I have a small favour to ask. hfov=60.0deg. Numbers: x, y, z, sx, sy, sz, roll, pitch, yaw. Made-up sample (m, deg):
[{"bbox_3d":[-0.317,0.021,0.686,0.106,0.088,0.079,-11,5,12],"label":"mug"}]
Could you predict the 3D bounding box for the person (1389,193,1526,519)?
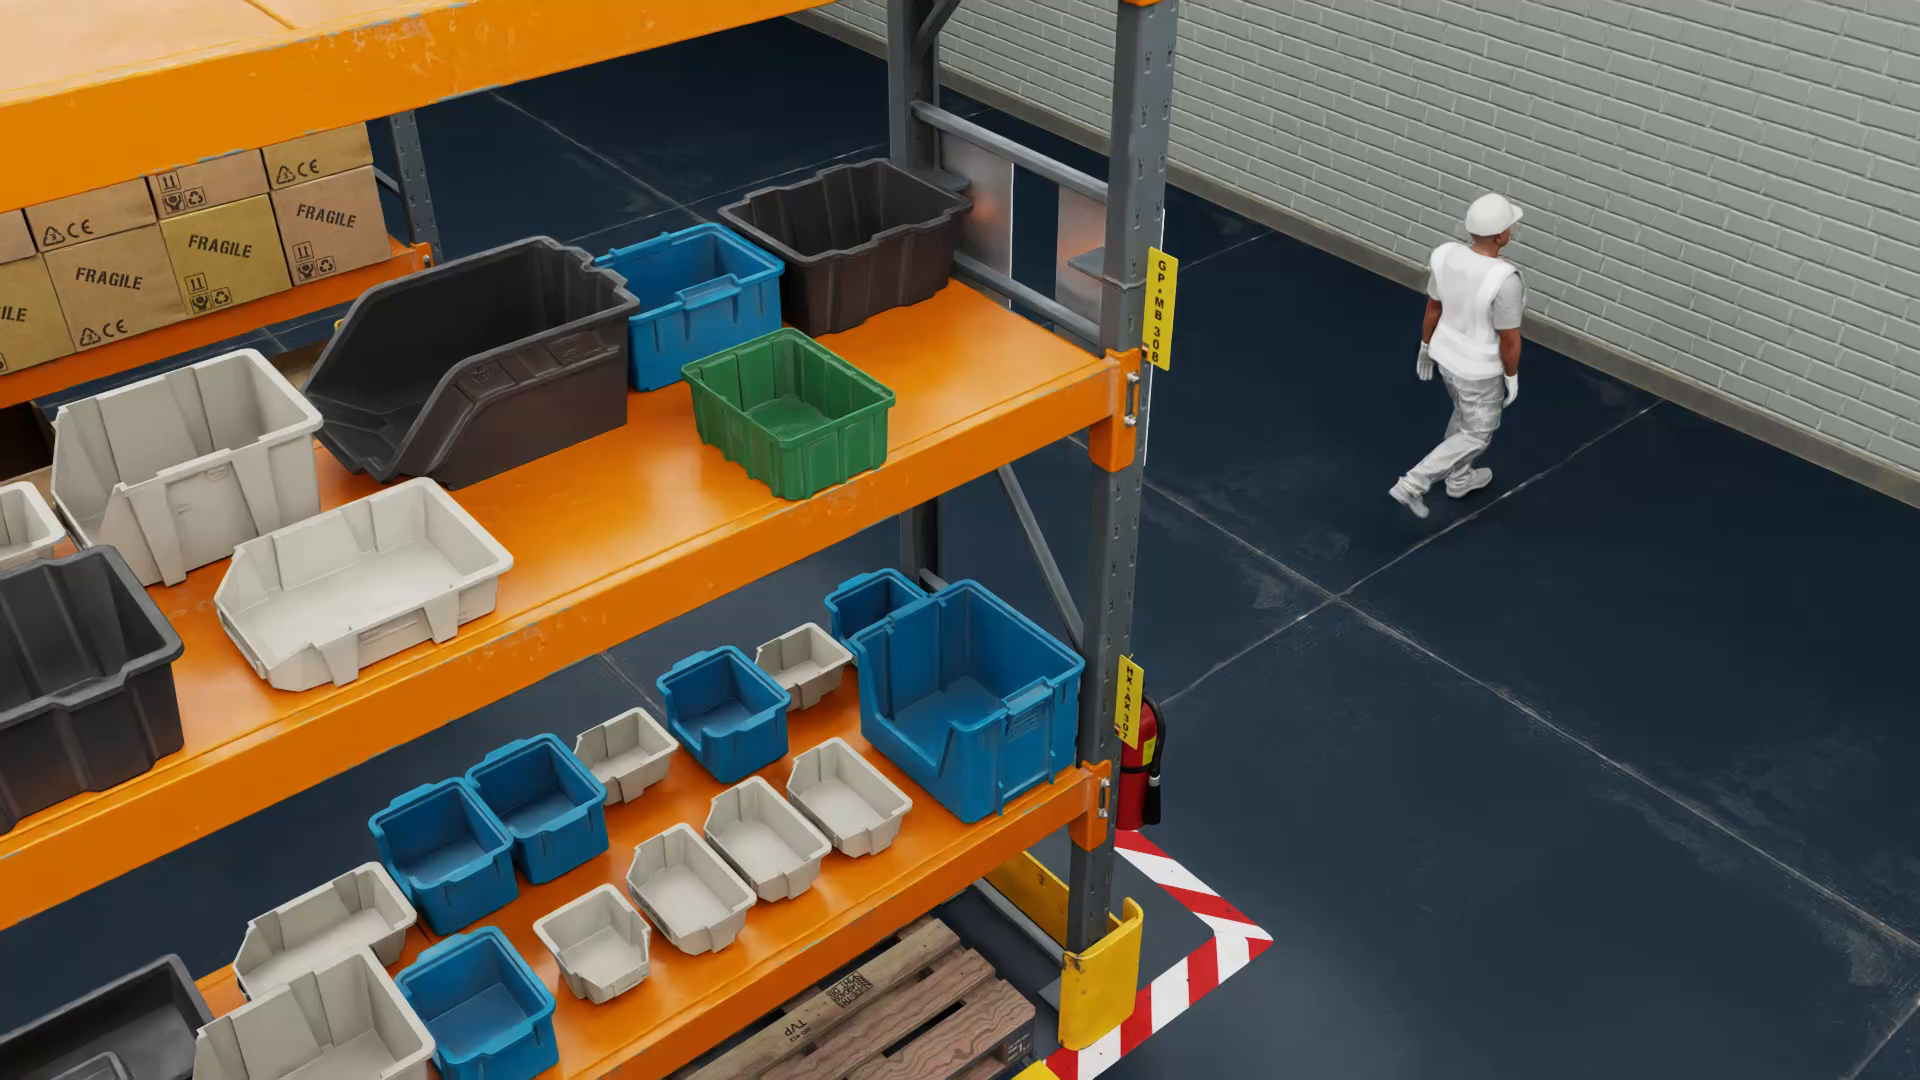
[{"bbox_3d":[2.527,-0.886,8.289,0.854,1.761,0.553,-17,39,-22],"label":"person"}]
